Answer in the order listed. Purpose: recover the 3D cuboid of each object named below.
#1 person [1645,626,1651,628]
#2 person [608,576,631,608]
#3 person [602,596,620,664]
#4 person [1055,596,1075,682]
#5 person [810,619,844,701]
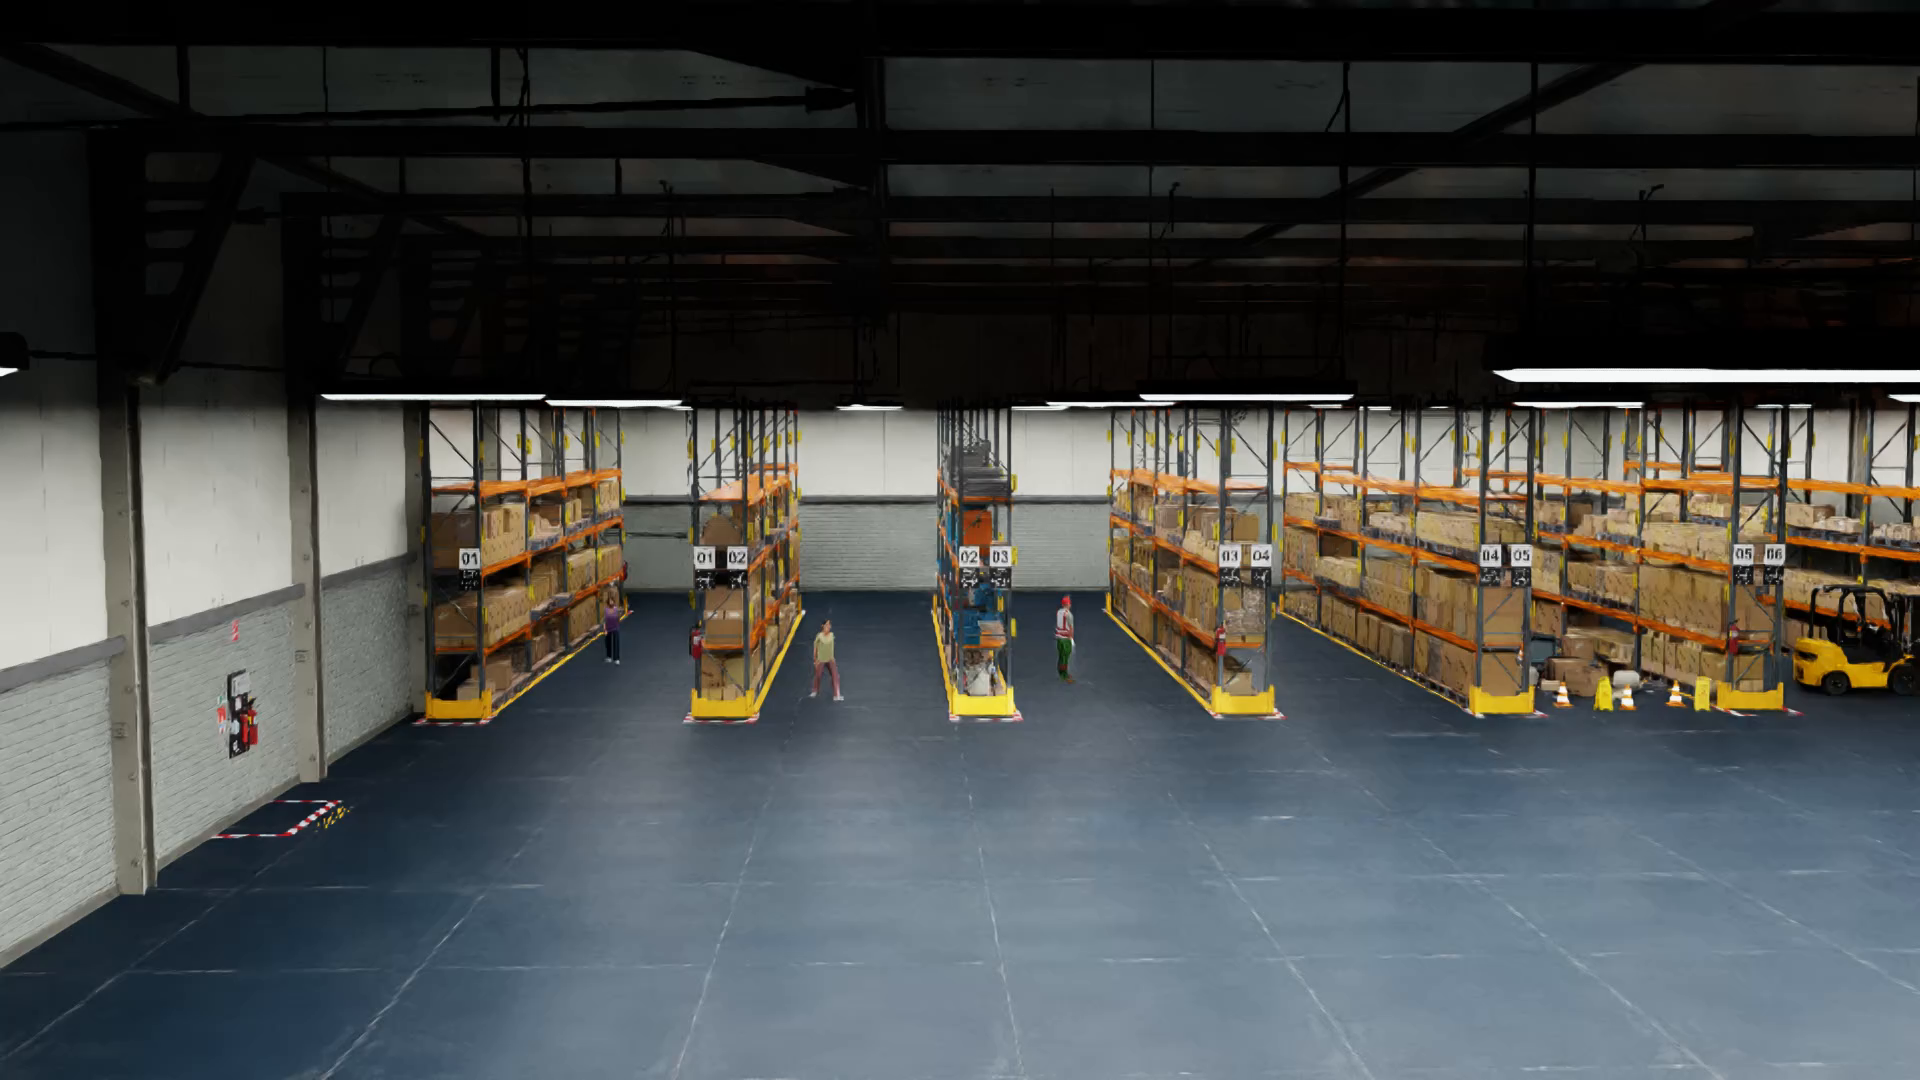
[{"bbox_3d":[18.270,1.517,43.512,0.562,1.663,0.591,1,5,14],"label":"person"},{"bbox_3d":[-9.978,1.155,48.211,0.550,1.670,0.682,3,5,31],"label":"person"},{"bbox_3d":[-7.922,2.028,37.754,0.411,1.534,0.956,-1,4,-11],"label":"person"},{"bbox_3d":[2.264,2.082,35.309,0.468,1.794,0.625,-2,5,-29],"label":"person"},{"bbox_3d":[-2.670,2.369,32.996,0.484,1.622,0.951,-2,5,-25],"label":"person"}]
